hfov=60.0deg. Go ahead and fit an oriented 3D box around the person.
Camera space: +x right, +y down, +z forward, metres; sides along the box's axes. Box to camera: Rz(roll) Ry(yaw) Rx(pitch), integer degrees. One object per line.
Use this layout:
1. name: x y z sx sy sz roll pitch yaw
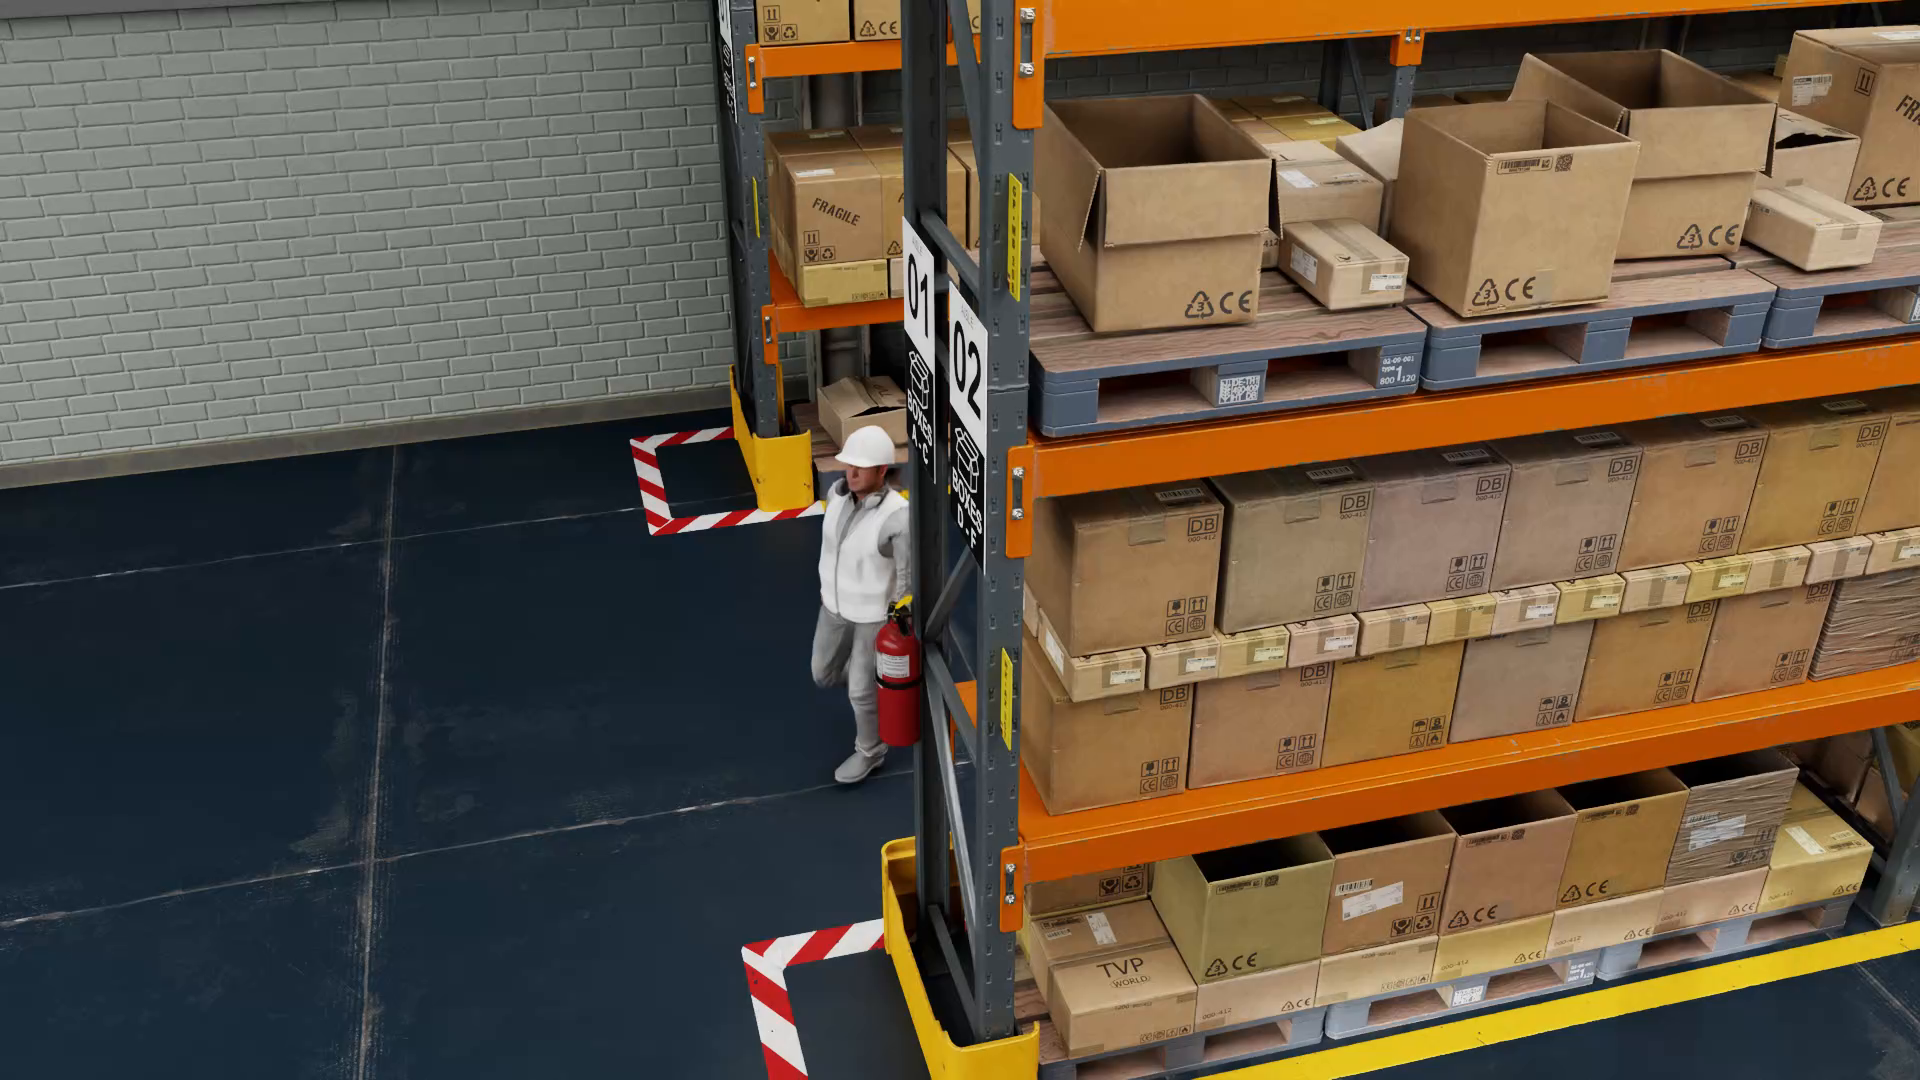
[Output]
1. person: -0.418 0.277 7.686 0.545 1.758 0.597 25 38 36
